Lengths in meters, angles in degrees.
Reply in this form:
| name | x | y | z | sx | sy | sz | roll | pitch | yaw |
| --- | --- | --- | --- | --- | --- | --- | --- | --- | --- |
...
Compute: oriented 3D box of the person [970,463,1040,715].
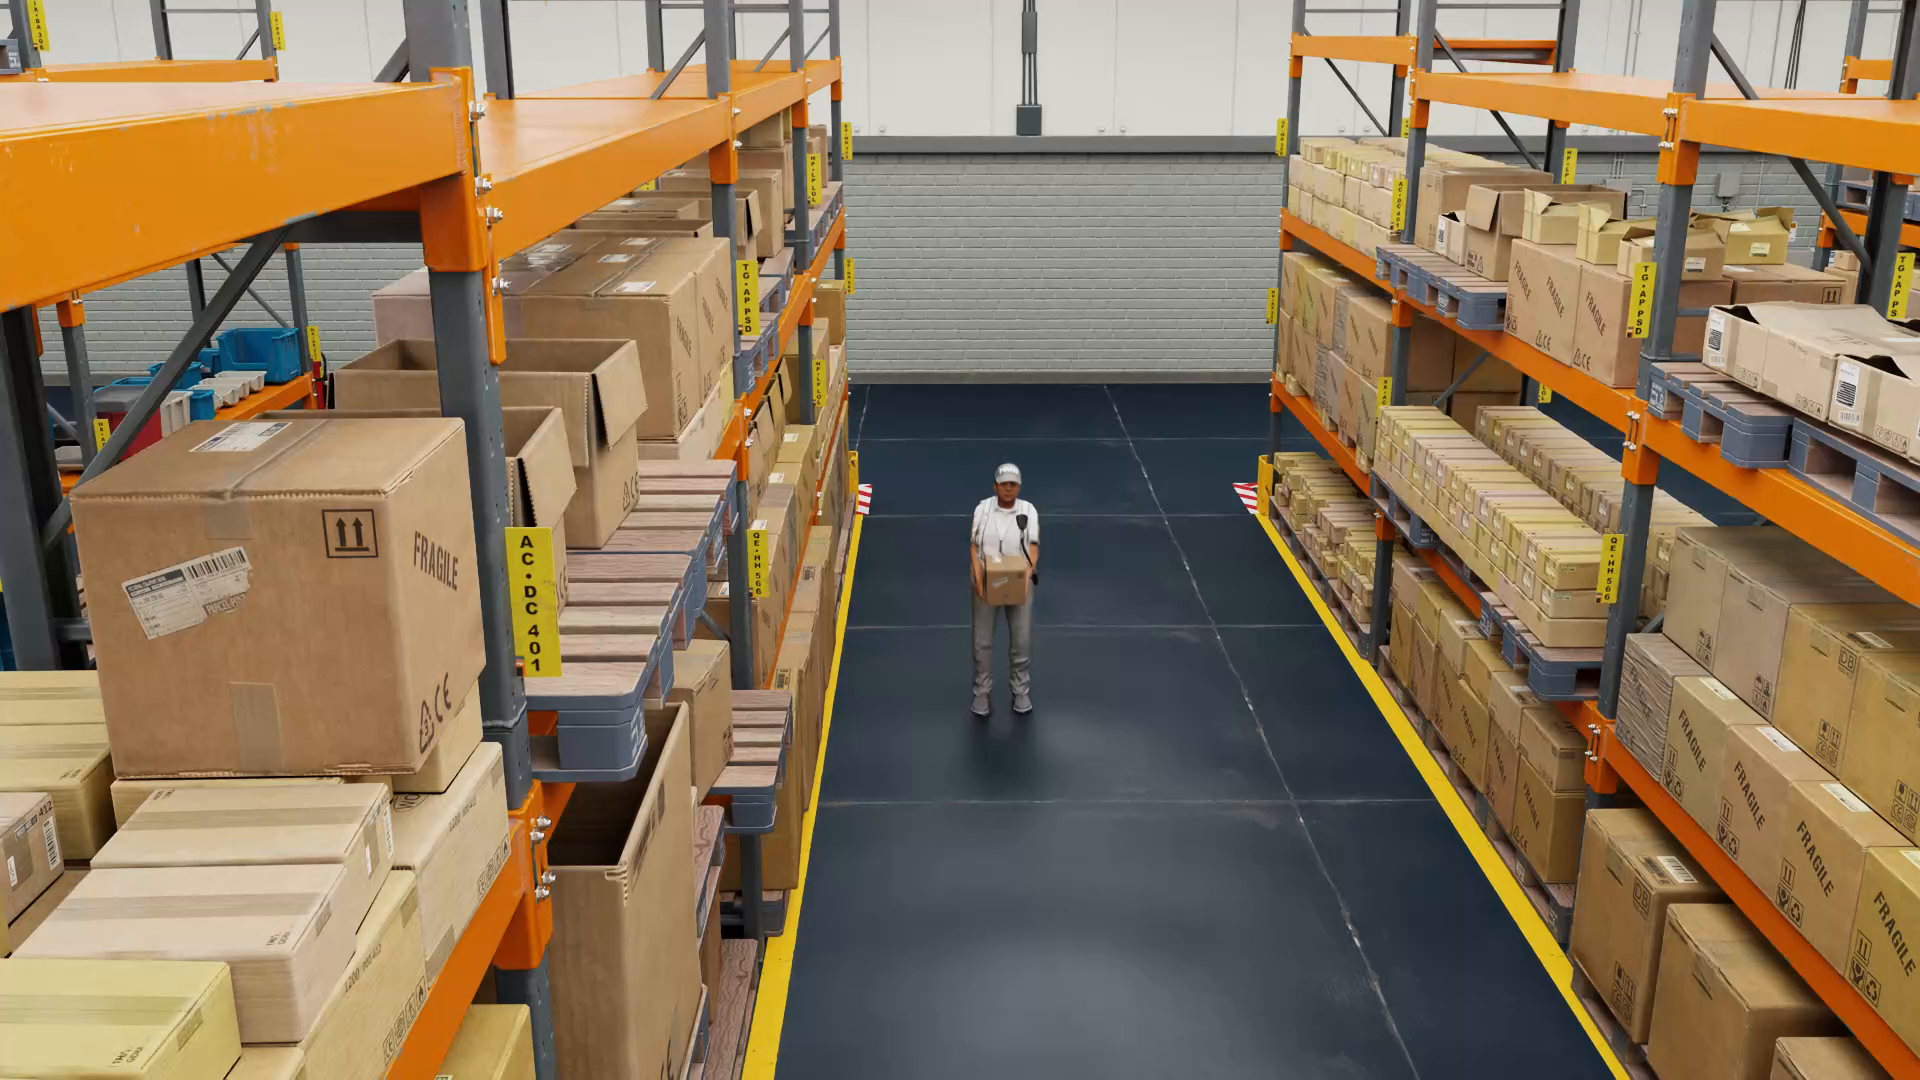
| name | x | y | z | sx | sy | sz | roll | pitch | yaw |
| --- | --- | --- | --- | --- | --- | --- | --- | --- | --- |
| person | 0.293 | 0.332 | 10.969 | 0.457 | 1.660 | 0.532 | 1 | 17 | 4 |
